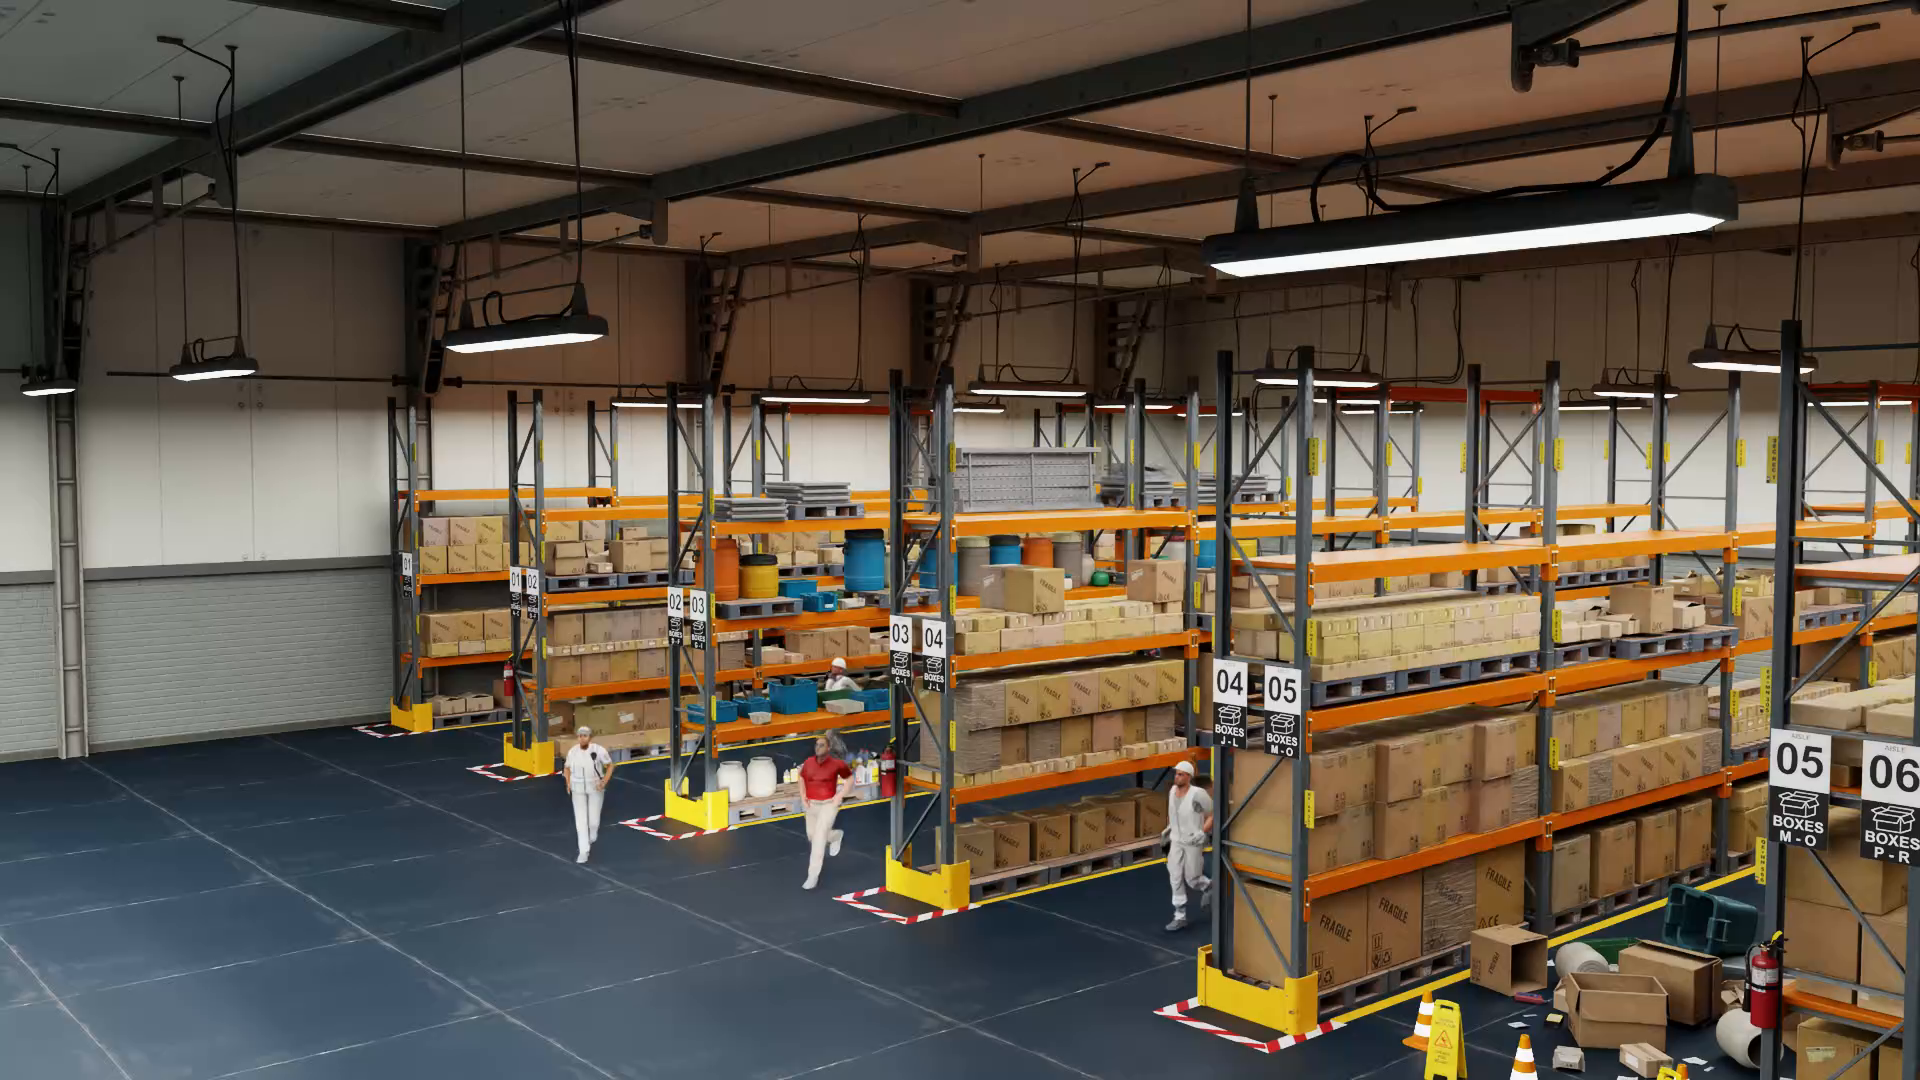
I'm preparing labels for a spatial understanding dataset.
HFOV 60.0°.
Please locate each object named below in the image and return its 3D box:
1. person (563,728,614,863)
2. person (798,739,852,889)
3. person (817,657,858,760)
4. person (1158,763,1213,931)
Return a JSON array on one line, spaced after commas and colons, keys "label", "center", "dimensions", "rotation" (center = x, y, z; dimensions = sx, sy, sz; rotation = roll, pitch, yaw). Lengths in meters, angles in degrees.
[{"label": "person", "center": [-4.624, 3.144, 20.734], "dimensions": [0.624, 1.654, 0.642], "rotation": [0, 3, -2]}, {"label": "person", "center": [-1.660, 3.194, 19.652], "dimensions": [0.650, 1.704, 0.861], "rotation": [2, 4, 28]}, {"label": "person", "center": [-1.991, 2.760, 26.167], "dimensions": [0.707, 1.821, 0.636], "rotation": [-3, 4, -40]}, {"label": "person", "center": [2.461, 3.249, 17.757], "dimensions": [0.662, 1.772, 0.737], "rotation": [3, 5, 43]}]
